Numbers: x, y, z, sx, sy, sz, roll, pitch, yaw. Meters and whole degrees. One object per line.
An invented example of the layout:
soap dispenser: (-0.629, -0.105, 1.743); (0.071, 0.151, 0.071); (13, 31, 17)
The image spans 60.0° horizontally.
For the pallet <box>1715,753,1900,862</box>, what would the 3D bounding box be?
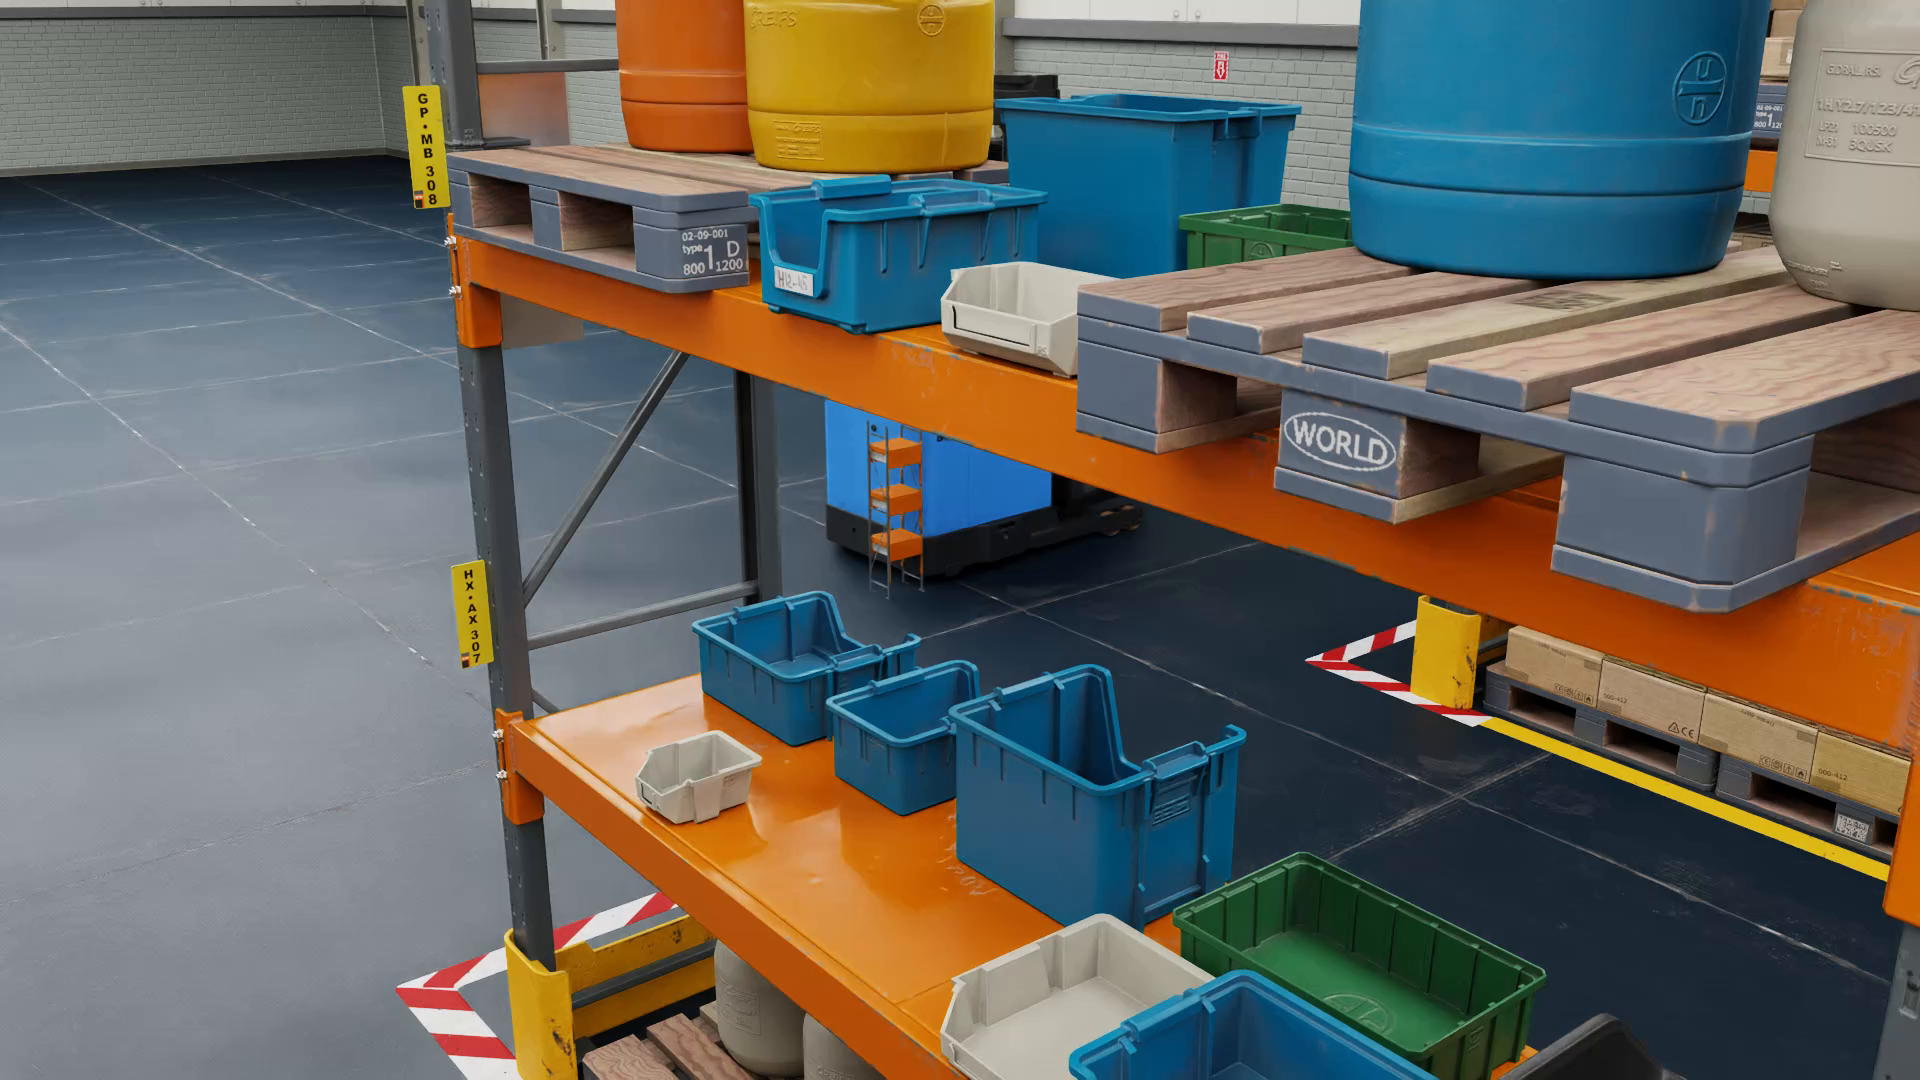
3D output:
pallet: (4.122, 1.087, 7.244); (1.003, 0.211, 1.213); (-14, 23, -36)

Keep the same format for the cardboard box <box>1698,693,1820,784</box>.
cardboard box: (3.643, 0.810, 7.352); (0.500, 0.250, 0.500); (-14, 23, -36)

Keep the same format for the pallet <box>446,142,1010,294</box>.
pallet: (-0.587, -0.863, 4.226); (1.003, 0.211, 1.213); (-14, 23, -36)

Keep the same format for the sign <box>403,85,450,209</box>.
sign: (-1.458, -1.074, 4.547); (0.100, 0.325, 0.005); (-14, 23, -36)

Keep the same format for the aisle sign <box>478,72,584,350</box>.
aisle sign: (-1.298, -0.946, 4.813); (0.394, 0.787, 0.004); (-14, 23, -36)

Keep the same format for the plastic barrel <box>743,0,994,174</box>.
plastic barrel: (-0.216, -1.208, 4.000); (0.600, 0.588, 0.600); (0, 18, 0)

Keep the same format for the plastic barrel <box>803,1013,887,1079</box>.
plastic barrel: (-0.244, 1.501, 4.848); (0.421, 0.512, 0.421); (0, 18, 0)

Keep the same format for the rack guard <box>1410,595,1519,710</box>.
rack guard: (2.847, 0.463, 8.669); (1.175, 0.500, 0.348); (-14, 23, -36)

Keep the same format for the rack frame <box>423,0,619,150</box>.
rack frame: (-1.024, -2.600, 4.398); (1.000, 3.000, 0.127); (-14, 23, -36)

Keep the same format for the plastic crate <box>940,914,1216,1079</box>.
plastic crate: (0.253, 1.008, 3.465); (0.530, 0.136, 0.437); (-14, 23, -36)

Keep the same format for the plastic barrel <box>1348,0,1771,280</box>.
plastic barrel: (0.926, -0.894, 2.552); (0.600, 0.901, 0.708); (-14, 23, -36)

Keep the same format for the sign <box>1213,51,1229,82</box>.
sign: (2.698, -4.898, 17.196); (0.001, 0.298, 0.199); (-14, 23, -36)

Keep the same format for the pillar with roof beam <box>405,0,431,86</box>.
pillar with roof beam: (-14.146, -11.082, 30.014); (9.100, 9.000, 0.400); (-14, 23, -36)

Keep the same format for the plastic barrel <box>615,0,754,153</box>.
plastic barrel: (-0.622, -1.484, 4.449); (0.600, 0.830, 0.708); (-14, 23, -36)

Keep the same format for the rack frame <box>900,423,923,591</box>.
rack frame: (-0.286, -0.217, 9.847); (0.008, 1.050, 0.200); (-14, 23, -37)

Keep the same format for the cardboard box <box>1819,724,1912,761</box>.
cardboard box: (3.949, 0.578, 6.858); (0.500, 0.500, 0.500); (-14, 23, -36)

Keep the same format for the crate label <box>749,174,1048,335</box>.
crate label: (-0.121, -0.579, 3.305); (0.502, 0.251, 0.408); (-14, 23, -36)

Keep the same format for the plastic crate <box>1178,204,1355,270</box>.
plastic crate: (0.694, -0.531, 3.261); (0.336, 0.188, 0.450); (-14, 23, -36)

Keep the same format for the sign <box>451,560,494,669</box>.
sign: (-1.458, 0.223, 4.976); (0.100, 0.325, 0.005); (-14, 23, -36)

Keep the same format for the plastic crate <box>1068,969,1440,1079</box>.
plastic crate: (0.560, 1.085, 3.051); (0.499, 0.251, 0.616); (-14, 23, -36)

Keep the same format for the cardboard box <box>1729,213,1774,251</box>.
cardboard box: (3.505, -1.122, 7.256); (0.700, 0.500, 0.500); (-15, 23, -38)

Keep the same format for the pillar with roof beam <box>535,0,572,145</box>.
pillar with roof beam: (-10.421, -9.603, 25.549); (9.100, 9.000, 0.400); (-14, 23, -36)

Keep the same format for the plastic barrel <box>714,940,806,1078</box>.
plastic barrel: (-0.555, 1.377, 5.221); (0.421, 0.512, 0.421); (0, 18, 0)

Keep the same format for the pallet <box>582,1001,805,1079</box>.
pallet: (-0.439, 1.783, 5.143); (1.003, 0.211, 1.213); (-14, 23, -36)

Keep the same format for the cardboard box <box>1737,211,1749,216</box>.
cardboard box: (3.174, -1.250, 7.644); (0.700, 0.500, 0.500); (-14, 23, -36)

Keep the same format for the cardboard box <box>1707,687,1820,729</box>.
cardboard box: (3.653, 0.451, 7.240); (0.500, 0.500, 0.500); (-14, 23, -36)

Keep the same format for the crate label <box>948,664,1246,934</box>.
crate label: (0.331, 0.632, 4.125); (0.502, 0.435, 0.616); (-14, 23, -36)

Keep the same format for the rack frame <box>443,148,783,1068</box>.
rack frame: (-1.024, 0.248, 5.341); (1.000, 3.000, 0.127); (-14, 23, -36)

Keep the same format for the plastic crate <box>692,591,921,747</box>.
plastic crate: (-0.478, 0.384, 5.168); (0.499, 0.251, 0.616); (-14, 23, -36)

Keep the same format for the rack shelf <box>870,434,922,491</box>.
rack shelf: (-0.380, -0.452, 9.688); (0.240, 0.259, 0.215); (-14, 23, -37)

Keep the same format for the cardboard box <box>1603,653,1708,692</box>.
cardboard box: (3.332, 0.331, 7.605); (0.500, 0.500, 0.500); (-14, 23, -36)

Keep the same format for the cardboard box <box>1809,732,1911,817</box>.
cardboard box: (3.950, 0.934, 6.977); (0.500, 0.250, 0.500); (-14, 23, -36)

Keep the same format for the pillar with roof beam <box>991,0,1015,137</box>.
pillar with roof beam: (-2.970, -6.646, 16.619); (9.100, 9.000, 0.400); (-14, 23, -36)

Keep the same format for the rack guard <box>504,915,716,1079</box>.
rack guard: (-0.940, 1.444, 5.705); (1.175, 0.500, 0.348); (-14, 23, -36)

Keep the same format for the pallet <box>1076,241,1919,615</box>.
pallet: (0.935, -0.259, 2.402); (1.213, 0.211, 1.003); (-14, 23, -36)

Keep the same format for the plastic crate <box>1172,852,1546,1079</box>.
plastic crate: (0.838, 0.945, 3.574); (0.450, 0.188, 0.662); (-14, 23, -36)

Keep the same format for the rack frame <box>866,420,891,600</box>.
rack frame: (-0.475, -0.168, 9.701); (0.008, 1.050, 0.200); (-14, 23, -37)

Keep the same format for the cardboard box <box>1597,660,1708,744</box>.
cardboard box: (3.333, 0.686, 7.724); (0.500, 0.250, 0.500); (-14, 23, -36)

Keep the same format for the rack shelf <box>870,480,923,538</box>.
rack shelf: (-0.380, -0.183, 9.777); (0.240, 0.259, 0.215); (-14, 23, -37)

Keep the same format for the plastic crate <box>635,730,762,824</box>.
plastic crate: (-0.720, 0.657, 4.527); (0.298, 0.136, 0.250); (-14, 23, -36)

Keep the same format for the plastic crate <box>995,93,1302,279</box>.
plastic crate: (0.396, -0.757, 3.630); (0.392, 0.384, 0.575); (-14, 23, -36)

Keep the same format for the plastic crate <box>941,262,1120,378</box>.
plastic crate: (0.146, -0.382, 2.890); (0.243, 0.136, 0.396); (-14, 23, -36)

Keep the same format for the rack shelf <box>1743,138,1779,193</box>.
rack shelf: (4.103, -1.307, 6.411); (1.077, 0.370, 4.000); (-14, 23, -36)

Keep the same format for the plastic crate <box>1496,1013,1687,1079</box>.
plastic crate: (1.234, 1.110, 2.839); (0.767, 0.338, 0.504); (-14, 23, -36)

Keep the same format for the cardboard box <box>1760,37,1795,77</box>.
cardboard box: (3.454, -1.964, 6.758); (0.380, 0.149, 0.250); (-14, 23, -36)

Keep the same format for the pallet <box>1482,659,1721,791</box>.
pallet: (3.369, 0.786, 8.152); (1.003, 0.211, 1.213); (-14, 23, -36)

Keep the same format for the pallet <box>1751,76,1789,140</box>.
pallet: (3.280, -1.920, 7.259); (1.003, 0.211, 1.213); (-14, 23, -36)

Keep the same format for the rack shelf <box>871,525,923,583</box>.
rack shelf: (-0.380, 0.081, 9.865); (0.240, 0.259, 0.215); (-14, 23, -37)

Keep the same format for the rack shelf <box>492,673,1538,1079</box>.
rack shelf: (0.218, 1.083, 3.966); (1.077, 0.370, 4.000); (-14, 23, -36)

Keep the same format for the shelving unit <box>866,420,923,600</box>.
shelving unit: (-0.380, -0.193, 9.774); (0.252, 1.050, 0.215); (-14, 23, -37)

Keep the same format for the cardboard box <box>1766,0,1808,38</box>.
cardboard box: (3.215, -2.314, 7.252); (0.797, 0.503, 0.637); (-12, 22, -32)

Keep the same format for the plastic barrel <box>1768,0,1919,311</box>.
plastic barrel: (1.346, -0.587, 2.245); (0.421, 0.512, 0.421); (0, 18, 0)

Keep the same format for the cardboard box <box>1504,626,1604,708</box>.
cardboard box: (3.020, 0.564, 8.094); (0.500, 0.250, 0.500); (-14, 23, -36)

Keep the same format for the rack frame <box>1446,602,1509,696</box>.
rack frame: (2.861, -0.718, 8.258); (1.000, 3.000, 0.127); (-14, 23, -36)

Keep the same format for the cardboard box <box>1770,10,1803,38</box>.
cardboard box: (3.783, -2.104, 7.020); (0.500, 0.250, 0.500); (-14, 23, -36)

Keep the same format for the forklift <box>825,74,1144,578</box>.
forklift: (0.592, -1.527, 10.811); (3.031, 2.935, 1.130); (-15, 24, -38)

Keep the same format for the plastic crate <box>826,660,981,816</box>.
plastic crate: (-0.080, 0.545, 4.682); (0.499, 0.251, 0.408); (-14, 23, -36)

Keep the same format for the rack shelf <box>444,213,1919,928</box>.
rack shelf: (0.218, -0.341, 3.494); (1.077, 0.370, 4.000); (-14, 23, -36)
